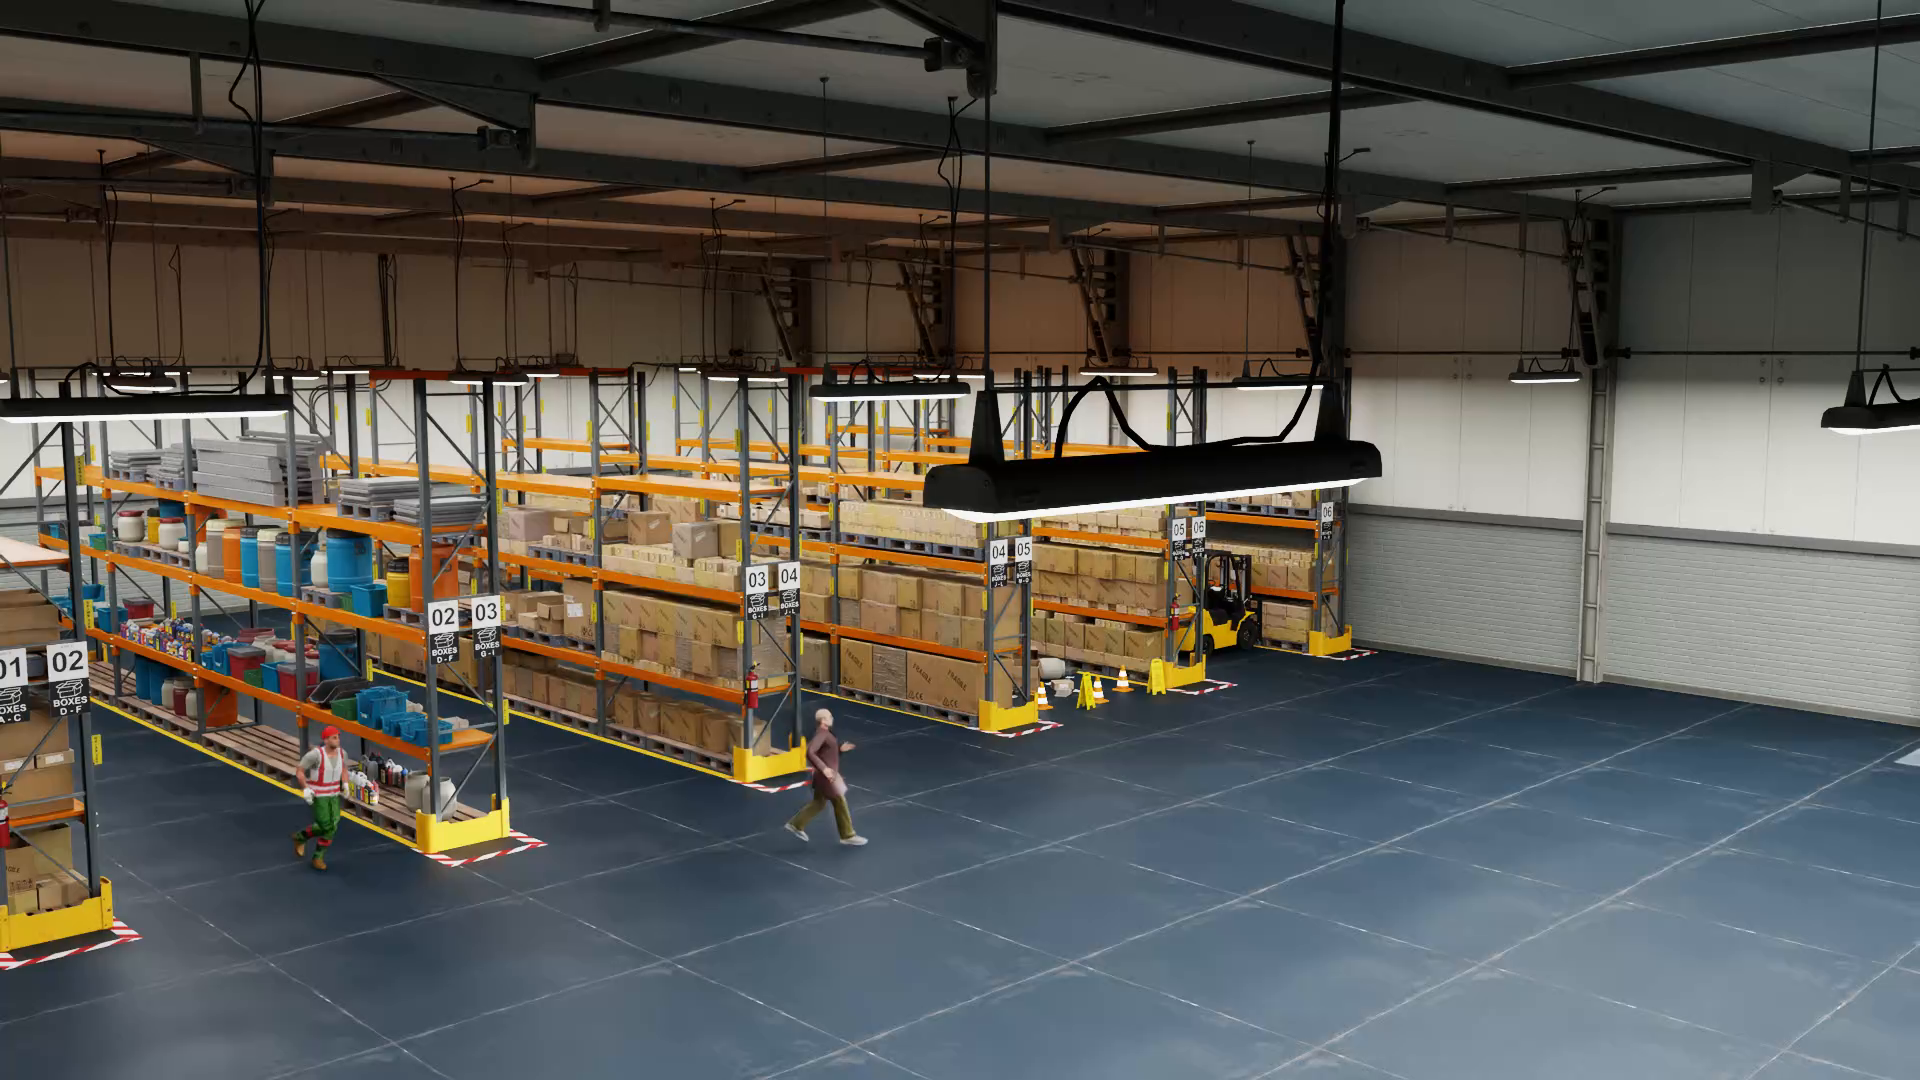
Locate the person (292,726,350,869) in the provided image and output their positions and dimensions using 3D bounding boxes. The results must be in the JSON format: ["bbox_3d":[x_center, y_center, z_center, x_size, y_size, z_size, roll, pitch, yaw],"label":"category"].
[{"bbox_3d":[-7.907,3.157,20.678,0.617,1.731,0.659,4,7,29],"label":"person"}]

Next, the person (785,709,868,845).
[{"bbox_3d":[-1.715,3.026,21.238,1.062,1.765,0.702,-1,7,-12],"label":"person"}]

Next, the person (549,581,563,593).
[{"bbox_3d":[-9.912,0.868,40.977,0.545,1.694,0.746,1,7,12],"label":"person"}]

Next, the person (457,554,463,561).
[{"bbox_3d":[-11.911,1.118,39.120,0.762,1.616,0.807,1,6,7],"label":"person"}]
